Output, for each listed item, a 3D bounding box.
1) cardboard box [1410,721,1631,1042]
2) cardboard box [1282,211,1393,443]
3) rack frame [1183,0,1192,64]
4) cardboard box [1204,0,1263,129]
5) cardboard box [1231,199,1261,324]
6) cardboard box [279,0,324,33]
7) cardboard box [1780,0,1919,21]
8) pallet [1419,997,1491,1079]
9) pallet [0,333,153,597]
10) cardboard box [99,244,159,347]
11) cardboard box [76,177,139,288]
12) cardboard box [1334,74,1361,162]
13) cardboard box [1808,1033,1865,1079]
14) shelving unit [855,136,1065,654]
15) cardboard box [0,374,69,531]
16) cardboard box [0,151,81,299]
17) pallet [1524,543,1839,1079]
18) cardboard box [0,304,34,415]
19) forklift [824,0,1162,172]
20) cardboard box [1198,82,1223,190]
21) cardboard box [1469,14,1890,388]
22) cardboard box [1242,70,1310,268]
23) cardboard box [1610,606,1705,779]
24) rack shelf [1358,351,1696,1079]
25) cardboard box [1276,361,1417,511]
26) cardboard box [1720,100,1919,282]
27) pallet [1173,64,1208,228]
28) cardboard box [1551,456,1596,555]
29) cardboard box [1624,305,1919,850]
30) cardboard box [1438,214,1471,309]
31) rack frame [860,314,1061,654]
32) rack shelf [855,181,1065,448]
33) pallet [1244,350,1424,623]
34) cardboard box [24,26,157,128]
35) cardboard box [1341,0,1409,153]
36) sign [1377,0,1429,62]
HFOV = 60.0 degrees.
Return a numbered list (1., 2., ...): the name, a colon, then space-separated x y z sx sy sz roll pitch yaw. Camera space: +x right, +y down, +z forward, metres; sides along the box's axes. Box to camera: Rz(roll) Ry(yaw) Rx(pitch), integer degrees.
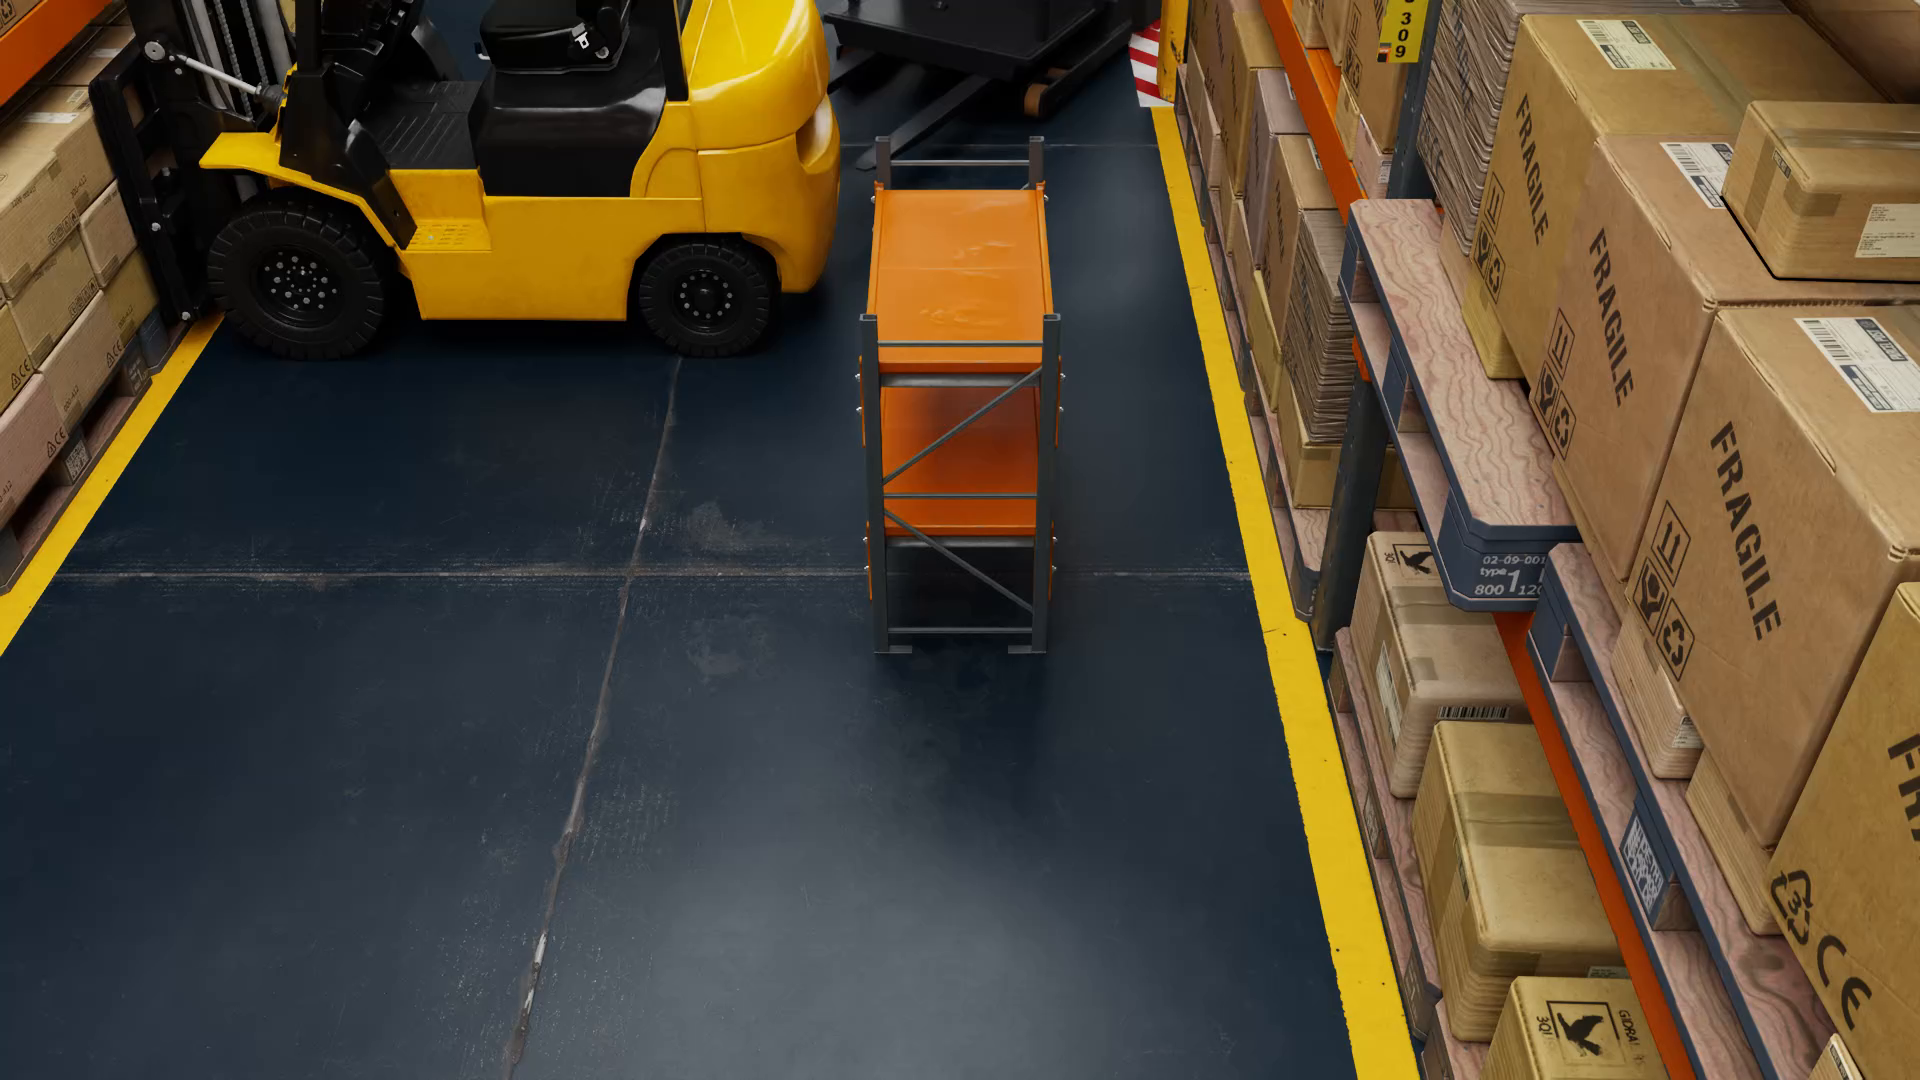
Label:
1. cardboard box: 1.545 0.760 3.668 0.950 0.372 0.625 2 39 3
2. cardboard box: 1.268 -0.632 4.903 0.500 0.500 0.500 -1 39 -1
3. rack frame: 1.533 -3.380 7.069 1.000 3.000 0.127 0 39 0
4. cardboard box: 1.263 -1.917 6.507 0.500 0.500 0.500 -1 39 -2
5. cardboard box: 1.261 -0.990 5.950 0.500 0.250 0.500 1 39 1
6. cardboard box: -3.118 -2.356 7.255 0.500 0.250 0.500 0 39 -1
7. cardboard box: 1.767 -0.909 3.332 0.500 0.500 0.500 -1 39 -1
8. pallet: 1.544 1.461 3.258 1.003 0.211 1.213 0 39 0
9. pallet: -3.385 -0.282 5.433 1.003 0.211 1.213 0 39 0
10. cardboard box: -3.128 -0.905 5.844 0.500 0.250 0.500 1 39 1
11. cardboard box: -3.110 -1.091 5.676 0.500 0.250 0.500 0 39 0
12. cardboard box: 1.225 -1.137 4.472 0.380 0.149 0.250 1 39 1
13. cardboard box: 1.182 0.697 1.846 0.380 0.149 0.250 1 39 1
14. shelving unit: 0.000 -0.435 4.893 0.538 1.125 1.048 0 39 0
15. cardboard box: -3.096 -0.266 5.047 0.500 0.250 0.500 0 39 0
16. cardboard box: -3.104 -0.976 5.133 0.500 0.250 0.500 0 39 0
17. pallet: 1.499 0.460 2.431 1.003 0.211 1.213 0 39 0
18. cardboard box: -3.118 -0.462 4.890 0.500 0.250 0.500 0 39 0
19. forklift: 0.064 -3.402 7.151 1.130 2.935 3.031 19 43 22
20. cardboard box: 1.250 -1.647 6.770 0.500 0.250 0.500 1 39 2
21. cardboard box: 1.252 -0.591 2.935 0.500 0.500 0.500 0 39 0
22. cardboard box: 1.264 -1.269 5.698 0.500 0.500 0.500 2 39 2
23. cardboard box: 1.196 0.216 2.446 0.380 0.149 0.250 1 39 2
24. rack shelf: 1.540 0.653 2.612 1.077 0.370 4.000 0 39 0
25. cardboard box: 1.268 -0.339 5.138 0.500 0.250 0.500 2 39 2
26. cardboard box: 1.288 -0.477 2.275 0.380 0.149 0.250 2 39 2
27. pallet: 1.498 -1.736 7.248 1.003 0.211 1.213 0 39 0
28. cardboard box: 1.249 -0.105 2.847 0.380 0.149 0.250 1 39 1
29. cardboard box: 1.250 0.039 2.149 0.500 0.500 0.500 -2 39 -2
30. cardboard box: 1.222 -0.599 3.464 0.380 0.149 0.250 0 39 1
31. rack frame: 0.001 -0.117 4.496 0.500 1.125 0.032 0 39 0
32. rack shelf: 0.000 -0.663 4.710 0.538 0.278 1.000 0 39 0
33. pallet: 1.501 -0.211 5.344 1.003 0.211 1.213 0 39 0
34. cardboard box: -3.108 -1.616 5.931 0.500 0.250 0.500 -1 39 -1
35. cardboard box: 1.288 -1.312 4.170 0.500 0.500 0.500 -1 39 -1
36. sign: 0.995 -1.211 3.671 0.100 0.325 0.005 0 39 0
